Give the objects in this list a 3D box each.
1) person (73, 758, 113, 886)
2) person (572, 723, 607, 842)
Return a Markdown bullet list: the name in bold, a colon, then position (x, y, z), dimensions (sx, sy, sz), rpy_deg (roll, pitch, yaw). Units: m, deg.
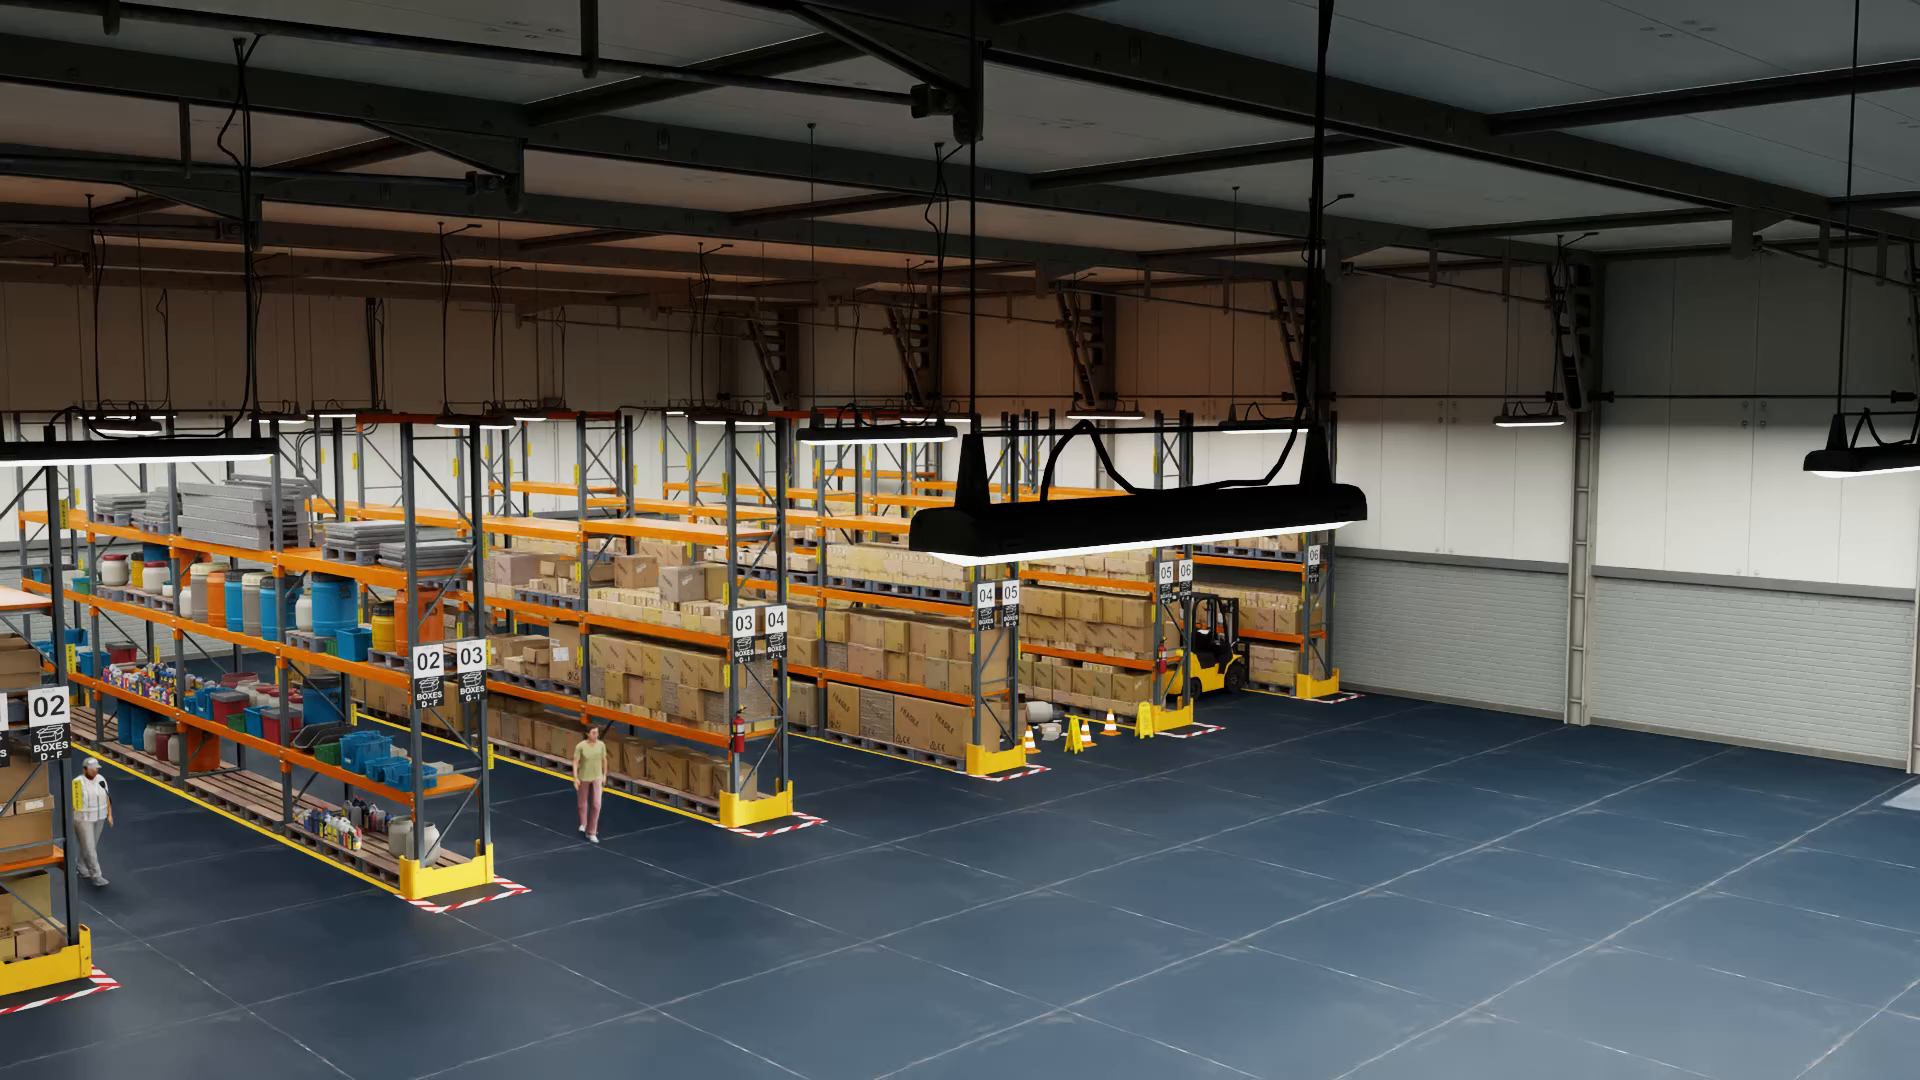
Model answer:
- **person**: position (-11.261, 3.629, 21.587), dimensions (0.964, 1.612, 0.538), rpy_deg (2, 5, 24)
- **person**: position (-5.307, 3.454, 23.869), dimensions (0.520, 1.683, 0.714), rpy_deg (-2, 5, -25)
